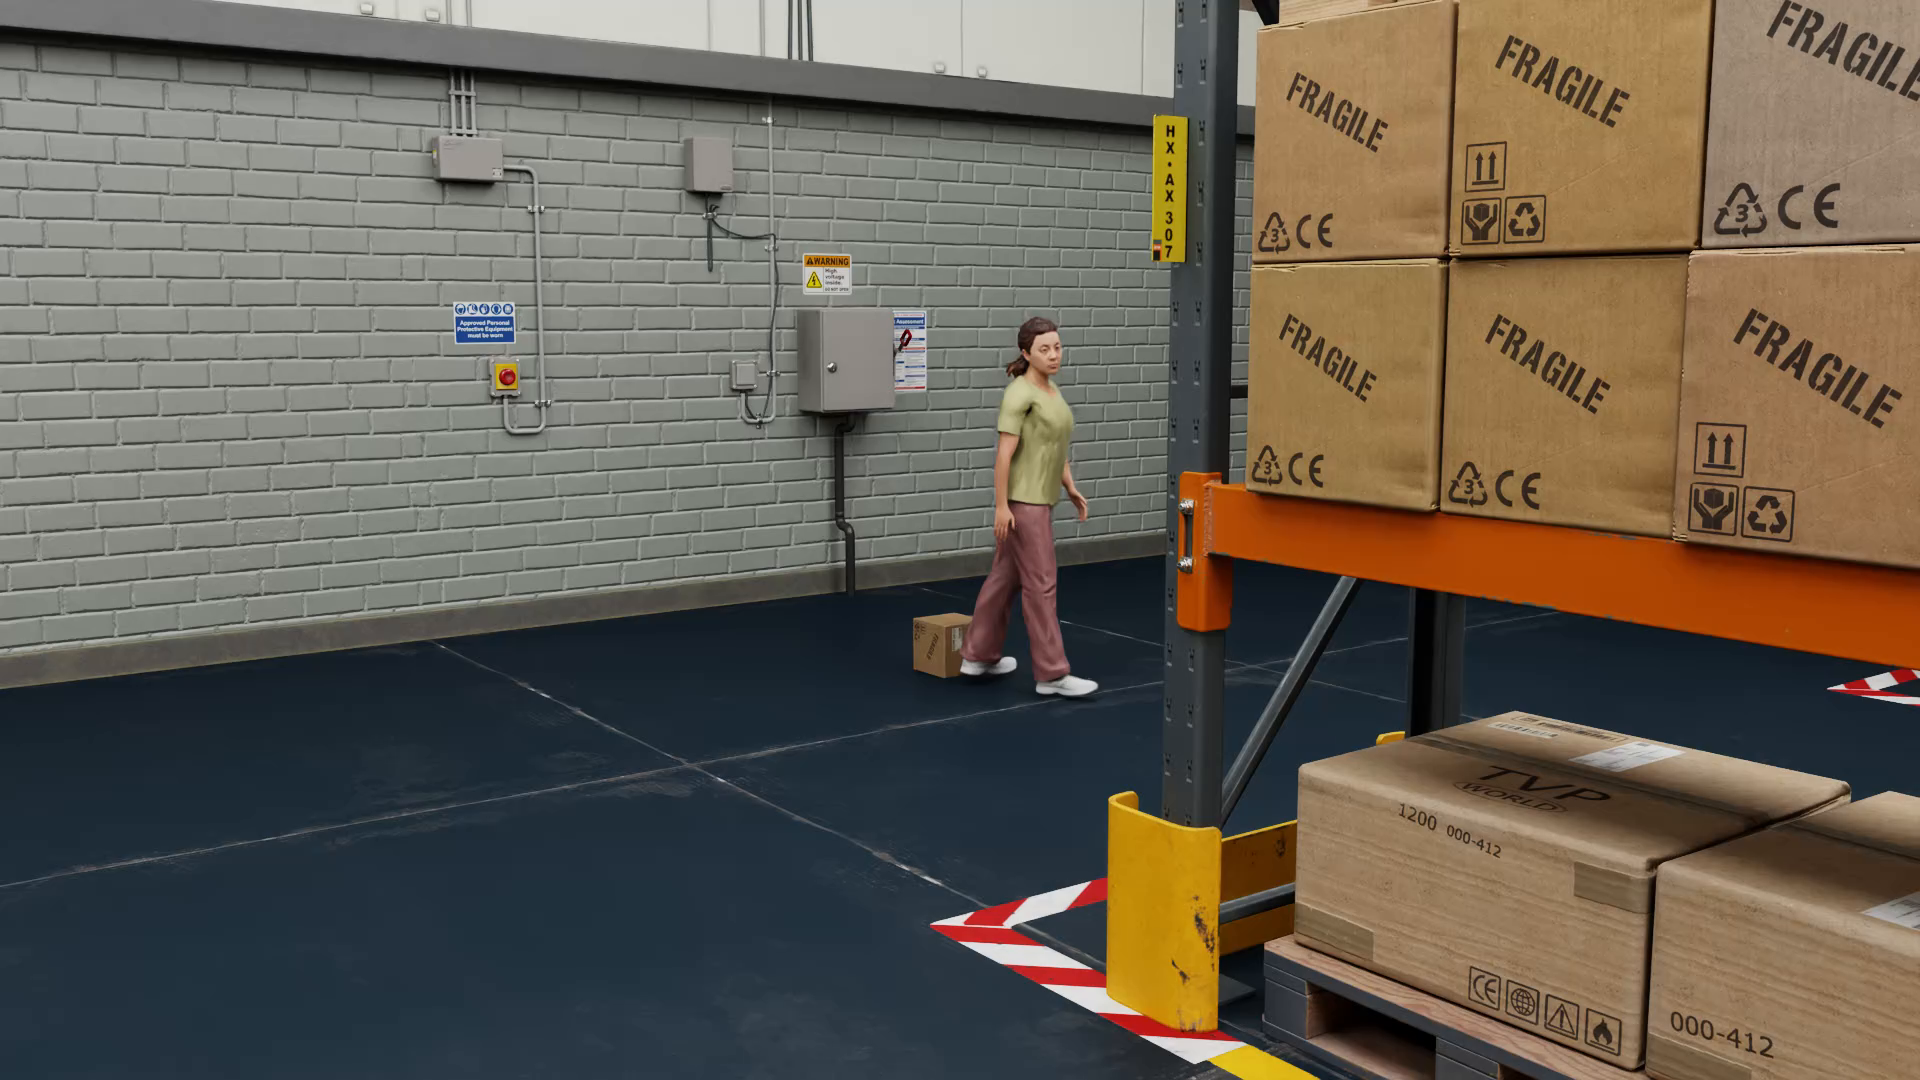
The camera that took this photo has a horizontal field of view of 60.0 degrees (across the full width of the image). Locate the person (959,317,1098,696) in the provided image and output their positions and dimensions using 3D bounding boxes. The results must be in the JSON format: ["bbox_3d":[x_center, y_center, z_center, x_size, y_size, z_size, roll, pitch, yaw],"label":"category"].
[{"bbox_3d":[0.316,-0.156,7.404,0.701,1.662,0.481,3,8,20],"label":"person"}]
